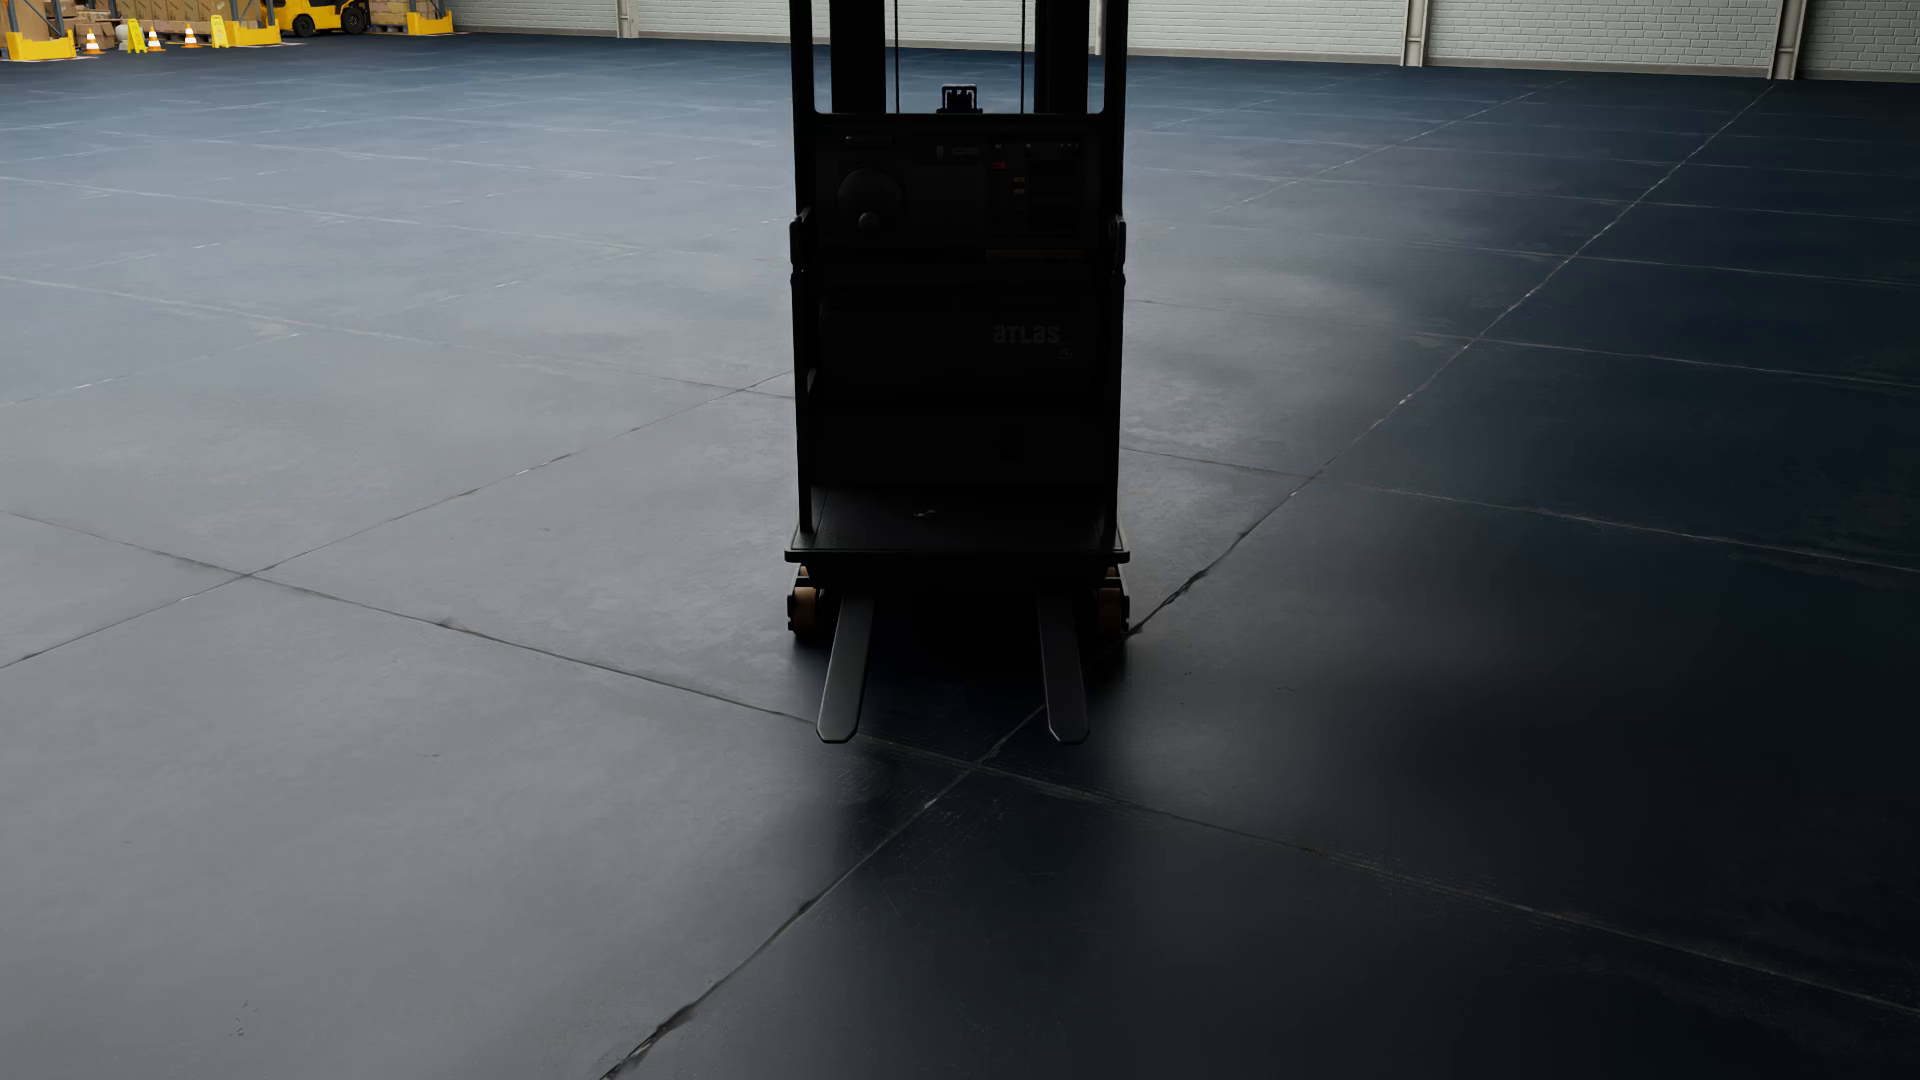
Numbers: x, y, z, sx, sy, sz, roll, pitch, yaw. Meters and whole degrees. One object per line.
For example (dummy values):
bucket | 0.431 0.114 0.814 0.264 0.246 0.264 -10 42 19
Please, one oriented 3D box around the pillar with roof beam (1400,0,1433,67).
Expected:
pillar with roof beam | 6.025 -11.451 24.737 0.400 9.000 9.100 11 23 27

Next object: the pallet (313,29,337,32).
pallet | -15.478 -12.730 41.148 1.213 0.211 1.003 11 23 27

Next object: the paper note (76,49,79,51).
paper note | -17.908 -9.914 33.653 0.144 0.017 0.142 -16 26 -38

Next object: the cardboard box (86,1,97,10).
cardboard box | -23.597 -14.629 45.623 0.500 0.311 0.500 12 23 29

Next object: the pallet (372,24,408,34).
pallet | -13.348 -12.324 40.029 1.213 0.211 1.003 11 23 27

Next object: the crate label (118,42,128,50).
crate label | -17.043 -10.109 34.031 0.298 0.136 0.250 0 20 -1

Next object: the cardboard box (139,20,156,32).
cardboard box | -17.714 -11.348 36.666 0.500 0.250 0.500 12 23 30

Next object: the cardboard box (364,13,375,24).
cardboard box | -14.086 -12.580 40.063 0.500 0.250 0.500 11 23 28

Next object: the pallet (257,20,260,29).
pallet | -17.883 -13.188 42.411 1.213 0.211 1.003 11 23 27

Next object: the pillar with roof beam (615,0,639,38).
pillar with roof beam | -9.689 -14.445 32.990 0.400 9.000 9.100 11 23 27

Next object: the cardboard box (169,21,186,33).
cardboard box | -16.822 -11.175 36.189 0.500 0.250 0.500 10 22 25

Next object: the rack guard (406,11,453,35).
rack guard | -12.639 -12.341 39.653 0.348 0.500 1.175 11 23 27

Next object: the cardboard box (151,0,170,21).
cardboard box | -17.261 -11.613 36.298 0.500 0.500 0.500 12 23 30

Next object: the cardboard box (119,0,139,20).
cardboard box | -18.186 -11.786 36.773 0.500 0.500 0.500 12 23 30

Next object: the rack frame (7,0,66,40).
rack frame | -17.403 -10.551 31.053 0.127 3.000 1.000 11 23 27

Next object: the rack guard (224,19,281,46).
rack guard | -15.143 -10.879 35.623 0.348 0.500 1.175 11 23 27

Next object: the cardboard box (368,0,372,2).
cardboard box | -14.108 -13.043 39.872 0.500 0.250 0.500 11 23 28

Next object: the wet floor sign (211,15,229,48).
wet floor sign | -15.433 -10.585 34.598 0.267 0.644 0.232 -16 26 -38

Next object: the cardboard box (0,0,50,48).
cardboard box | -18.027 -9.843 31.601 0.875 0.875 0.875 11 23 28

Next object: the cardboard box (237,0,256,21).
cardboard box | -15.668 -11.519 36.039 0.500 0.500 0.500 10 22 26

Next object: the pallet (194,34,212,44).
pallet | -15.835 -10.889 36.074 1.213 0.211 1.003 11 23 27

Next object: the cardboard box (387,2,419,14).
cardboard box | -13.237 -12.648 39.516 0.500 0.250 0.500 10 22 27

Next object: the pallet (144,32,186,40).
pallet | -17.966 -11.295 37.193 1.213 0.211 1.003 11 23 27

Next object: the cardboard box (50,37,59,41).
cardboard box | -18.496 -10.194 34.077 0.258 0.266 0.396 16 25 36

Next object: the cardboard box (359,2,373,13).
cardboard box | -14.131 -12.814 39.974 0.500 0.250 0.500 10 22 26

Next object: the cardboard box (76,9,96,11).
cardboard box | -20.265 -11.989 38.255 0.625 0.372 0.950 12 23 29

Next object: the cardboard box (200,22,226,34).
cardboard box | -15.935 -11.005 35.720 0.500 0.250 0.500 11 23 27

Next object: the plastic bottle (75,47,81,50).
plastic bottle | -18.096 -10.029 33.923 0.283 0.061 0.133 3 20 9

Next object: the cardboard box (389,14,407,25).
cardboard box | -13.224 -12.409 39.591 0.500 0.250 0.500 11 23 28

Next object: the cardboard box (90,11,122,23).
cardboard box | -19.028 -11.755 37.611 0.625 0.372 0.950 11 23 28

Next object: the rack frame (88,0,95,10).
rack frame | -23.136 -15.515 44.739 0.127 3.000 1.000 11 23 27

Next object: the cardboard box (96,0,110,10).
cardboard box | -22.823 -14.390 44.687 0.500 0.500 0.500 12 23 30

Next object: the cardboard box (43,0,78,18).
cardboard box | -19.411 -11.353 35.819 0.500 0.500 0.500 11 23 27

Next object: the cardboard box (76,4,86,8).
cardboard box | -24.077 -14.492 45.312 0.258 0.266 0.396 12 23 29

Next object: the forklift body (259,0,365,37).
forklift body | -15.205 -12.893 38.754 1.214 2.155 2.313 11 23 27

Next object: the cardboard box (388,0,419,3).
cardboard box | -13.214 -12.878 39.419 0.500 0.250 0.500 12 23 29

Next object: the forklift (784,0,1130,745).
forklift | -0.006 -1.165 5.278 1.130 2.935 3.031 0 20 0

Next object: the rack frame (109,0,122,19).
rack frame | -18.569 -12.707 36.996 0.127 3.000 1.000 11 23 27

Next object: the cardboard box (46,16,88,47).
cardboard box | -18.666 -10.623 34.714 0.503 0.637 0.797 11 23 27

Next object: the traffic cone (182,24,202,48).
traffic cone | -16.082 -10.536 34.733 0.334 0.463 0.336 11 23 27

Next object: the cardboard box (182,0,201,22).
cardboard box | -16.361 -11.440 35.821 0.500 0.500 0.500 12 23 29
